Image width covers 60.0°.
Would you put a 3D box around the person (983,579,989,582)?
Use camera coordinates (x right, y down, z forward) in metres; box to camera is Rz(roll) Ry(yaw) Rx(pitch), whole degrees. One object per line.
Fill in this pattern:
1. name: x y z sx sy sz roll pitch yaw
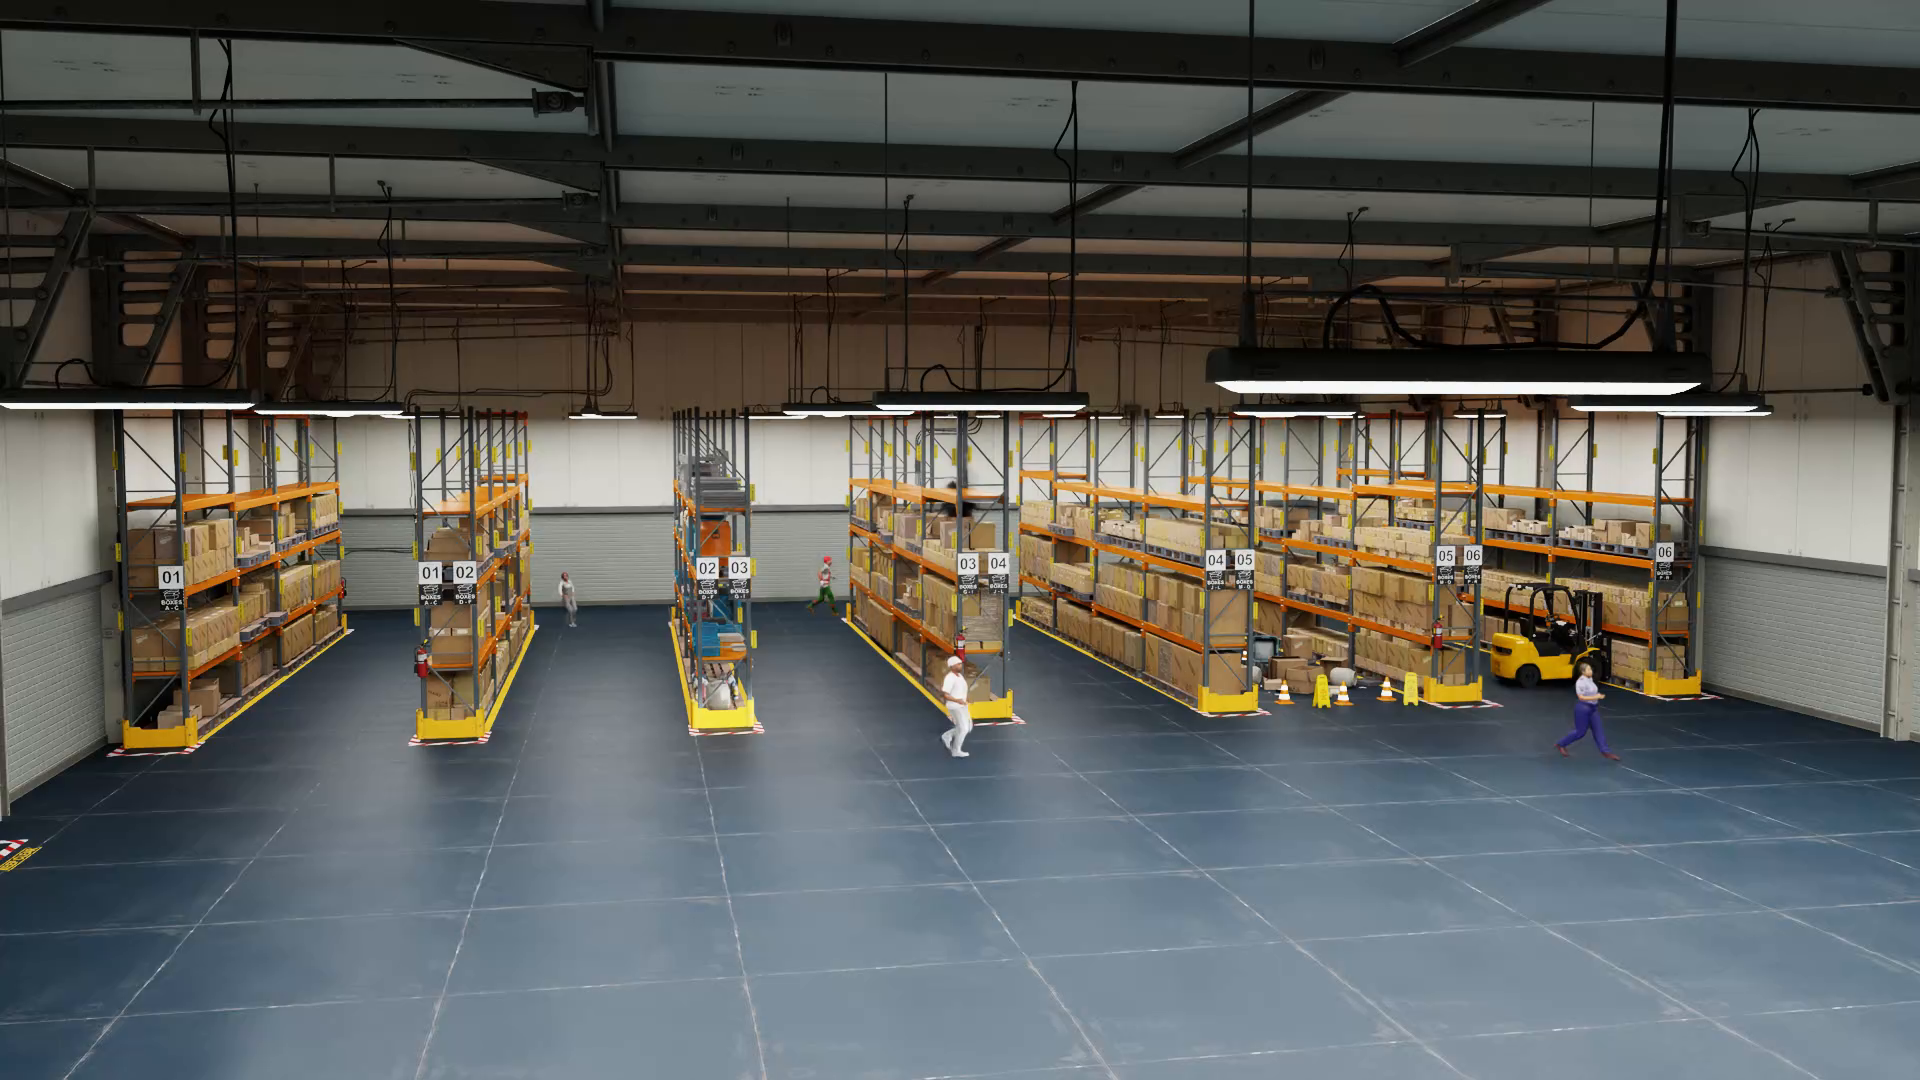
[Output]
1. person: 0.602 1.478 47.565 0.700 1.809 0.737 0 4 -1

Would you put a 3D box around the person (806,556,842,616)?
1. person: -3.972 1.360 48.785 1.021 1.786 0.686 -1 4 -8

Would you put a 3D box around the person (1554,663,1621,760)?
1. person: 10.603 2.881 28.054 1.037 1.602 0.613 3 5 40

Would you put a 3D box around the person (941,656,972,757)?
1. person: -0.064 2.843 28.407 0.605 1.718 0.697 1 4 20

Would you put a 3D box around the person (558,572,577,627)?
1. person: -10.904 1.667 46.305 0.588 1.528 0.495 -4 5 -41
